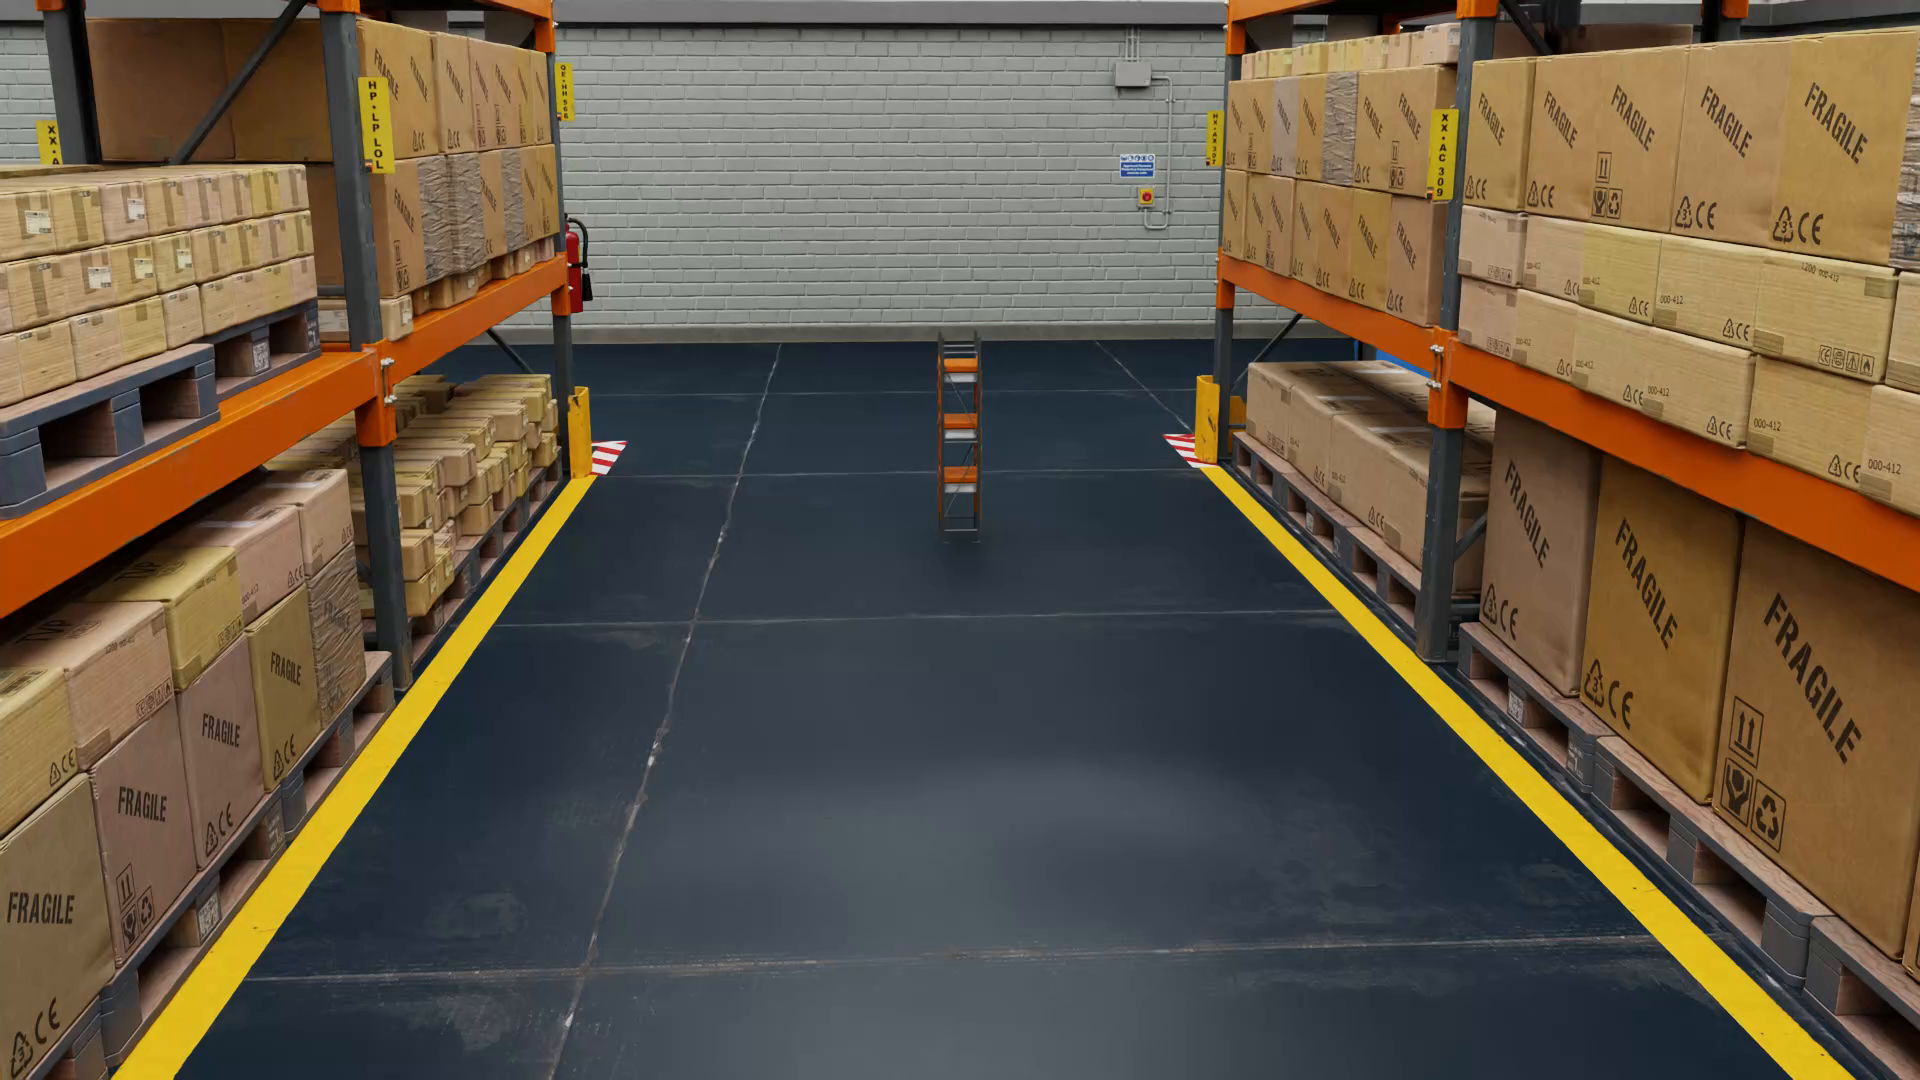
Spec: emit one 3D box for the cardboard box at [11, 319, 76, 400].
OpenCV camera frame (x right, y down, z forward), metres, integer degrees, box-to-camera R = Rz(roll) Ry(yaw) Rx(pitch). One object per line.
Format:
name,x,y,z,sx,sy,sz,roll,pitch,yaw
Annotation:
cardboard box,-2.256,-0.409,3.758,0.380,0.149,0.250,-1,14,-3

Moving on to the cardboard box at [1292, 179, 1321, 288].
cardboard box,1.957,-1.523,8.224,0.500,0.500,0.500,0,14,-2

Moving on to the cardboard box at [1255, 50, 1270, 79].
cardboard box,1.828,-2.598,9.096,0.380,0.149,0.250,0,14,-2

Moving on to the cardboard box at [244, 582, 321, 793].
cardboard box,-2.264,0.437,4.983,0.500,0.500,0.500,-1,14,-5

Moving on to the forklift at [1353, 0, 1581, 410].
forklift,4.294,-2.182,11.125,3.031,2.935,1.130,9,17,30

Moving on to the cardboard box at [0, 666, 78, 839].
cardboard box,-2.178,0.459,3.390,0.500,0.250,0.500,-1,14,-4

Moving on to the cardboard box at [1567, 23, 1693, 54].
cardboard box,2.581,-1.909,6.417,0.380,0.149,0.250,-1,14,-4

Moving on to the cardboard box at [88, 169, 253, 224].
cardboard box,-2.342,-1.020,4.939,0.380,0.149,0.250,-1,14,-5

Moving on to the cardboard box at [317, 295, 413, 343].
cardboard box,-2.284,-0.832,6.244,0.380,0.149,0.250,0,14,-1

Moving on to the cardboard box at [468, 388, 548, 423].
cardboard box,-2.454,-0.730,9.029,0.380,0.149,0.250,-1,14,-5

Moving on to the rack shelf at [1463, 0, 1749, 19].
rack shelf,2.465,-1.587,4.097,1.077,0.370,4.000,-1,14,-3

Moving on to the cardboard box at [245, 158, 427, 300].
cardboard box,-2.372,-1.198,6.364,0.500,0.500,0.500,-1,14,-4

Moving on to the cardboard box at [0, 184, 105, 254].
cardboard box,-2.275,-0.760,3.928,0.380,0.149,0.250,-1,14,-4

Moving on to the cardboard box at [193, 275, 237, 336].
cardboard box,-2.325,-0.675,4.792,0.380,0.149,0.250,-2,15,-6

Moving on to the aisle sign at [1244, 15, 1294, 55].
aisle sign,1.800,-3.247,9.909,0.394,0.787,0.004,-1,14,-3

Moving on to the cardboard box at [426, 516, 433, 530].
cardboard box,-2.452,-0.062,7.028,0.380,0.149,0.250,-1,14,-4

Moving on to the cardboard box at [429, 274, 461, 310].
cardboard box,-2.404,-1.092,7.255,0.380,0.149,0.250,-1,14,-2

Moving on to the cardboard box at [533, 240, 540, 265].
cardboard box,-2.561,-1.612,9.277,0.380,0.149,0.250,-1,14,-4

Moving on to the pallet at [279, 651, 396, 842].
pallet,-2.543,0.666,5.515,1.003,0.211,1.213,-1,14,-3

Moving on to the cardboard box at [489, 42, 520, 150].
cardboard box,-2.492,-2.185,8.193,0.500,0.500,0.500,0,14,-1

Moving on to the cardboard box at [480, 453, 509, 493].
cardboard box,-2.402,-0.323,8.044,0.380,0.149,0.250,-1,14,-3

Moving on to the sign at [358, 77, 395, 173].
sign,-2.039,-1.448,5.812,0.100,0.325,0.005,-1,14,-3

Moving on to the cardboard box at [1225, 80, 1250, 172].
cardboard box,1.839,-2.383,9.563,0.500,0.500,0.500,-1,14,-5

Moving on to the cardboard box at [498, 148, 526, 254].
cardboard box,-2.488,-1.704,8.330,0.500,0.500,0.500,-1,14,-3

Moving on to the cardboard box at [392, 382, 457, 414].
cardboard box,-3.010,-0.782,9.229,0.380,0.149,0.250,-1,14,-2

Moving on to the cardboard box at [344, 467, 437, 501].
cardboard box,-2.430,-0.209,7.005,0.380,0.149,0.250,-1,14,-4

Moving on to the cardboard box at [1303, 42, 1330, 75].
cardboard box,1.893,-2.342,8.102,0.380,0.149,0.250,-1,14,-5

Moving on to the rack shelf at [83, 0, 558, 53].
rack shelf,-2.717,-2.480,7.569,1.077,0.370,4.000,-1,14,-3

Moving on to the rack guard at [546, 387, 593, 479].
rack guard,-2.836,-0.644,10.024,1.175,0.500,0.348,-1,14,-3

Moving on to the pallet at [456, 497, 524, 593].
pallet,-2.749,0.002,8.096,1.003,0.211,1.213,-1,14,-3

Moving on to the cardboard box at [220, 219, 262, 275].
cardboard box,-2.341,-0.881,4.994,0.380,0.149,0.250,0,14,-1

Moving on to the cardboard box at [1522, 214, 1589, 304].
cardboard box,2.147,-0.906,5.326,0.500,0.250,0.500,-1,14,-3

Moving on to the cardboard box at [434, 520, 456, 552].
cardboard box,-2.444,0.014,7.331,0.380,0.149,0.250,-1,14,-5

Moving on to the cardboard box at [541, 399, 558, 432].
cardboard box,-2.523,-0.713,9.559,0.380,0.149,0.250,-1,14,-5

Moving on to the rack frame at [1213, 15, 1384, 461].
rack frame,2.093,-1.975,10.181,1.000,3.000,0.127,-1,14,-3

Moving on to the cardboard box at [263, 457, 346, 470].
cardboard box,-2.891,-0.264,7.217,0.380,0.149,0.250,0,14,-2

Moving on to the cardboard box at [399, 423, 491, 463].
cardboard box,-2.479,-0.467,8.006,0.380,0.149,0.250,-1,14,-3

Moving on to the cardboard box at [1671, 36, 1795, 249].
cardboard box,2.208,-1.019,4.260,0.500,0.500,0.500,-1,14,-4

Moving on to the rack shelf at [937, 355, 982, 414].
rack shelf,-0.003,-0.786,8.379,0.215,0.259,0.240,-1,14,-3

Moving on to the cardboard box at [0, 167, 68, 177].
cardboard box,-3.004,-1.074,5.147,0.380,0.149,0.250,0,14,-2

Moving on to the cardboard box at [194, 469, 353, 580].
cardboard box,-2.295,-0.053,5.381,0.500,0.250,0.500,-1,14,-5

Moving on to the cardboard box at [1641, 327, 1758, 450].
cardboard box,2.176,-0.413,4.412,0.500,0.250,0.500,-1,14,-4

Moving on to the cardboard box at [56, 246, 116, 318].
cardboard box,-2.277,-0.620,3.980,0.380,0.149,0.250,0,14,-1

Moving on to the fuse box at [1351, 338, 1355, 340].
fuse box,3.826,-2.749,15.775,0.539,1.711,0.414,-1,14,-3

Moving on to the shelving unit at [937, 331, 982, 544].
shelving unit,-0.003,-0.522,8.447,0.215,1.050,0.252,-1,14,-3

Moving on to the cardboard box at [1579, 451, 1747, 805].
cardboard box,2.523,0.223,5.060,0.875,0.875,0.875,0,14,-2

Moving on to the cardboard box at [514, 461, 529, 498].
cardboard box,-2.446,-0.315,8.609,0.380,0.149,0.250,-2,15,-6

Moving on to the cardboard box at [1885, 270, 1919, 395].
cardboard box,2.270,-0.398,3.353,0.500,0.250,0.500,-1,14,-5

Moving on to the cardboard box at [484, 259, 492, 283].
cardboard box,-2.547,-1.353,8.269,0.380,0.149,0.250,-1,15,-6

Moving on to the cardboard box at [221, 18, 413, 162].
cardboard box,-2.378,-1.671,6.196,0.500,0.500,0.500,-1,14,-2

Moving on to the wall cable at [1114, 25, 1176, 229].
wall cable,1.721,-3.884,15.499,0.585,1.953,0.123,-1,14,-3

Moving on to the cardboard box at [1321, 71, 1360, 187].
cardboard box,1.972,-1.878,7.599,0.500,0.500,0.500,-1,14,-3

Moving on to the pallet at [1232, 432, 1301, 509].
pallet,2.221,-0.426,9.760,1.003,0.211,1.213,-1,14,-3

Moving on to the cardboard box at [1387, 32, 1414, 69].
cardboard box,2.057,-2.090,7.122,0.380,0.149,0.250,-1,14,-4

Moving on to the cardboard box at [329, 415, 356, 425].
cardboard box,-3.046,-0.521,8.217,0.380,0.149,0.250,-1,14,-3

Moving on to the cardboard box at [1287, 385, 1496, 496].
cardboard box,2.299,-0.547,8.932,0.875,0.438,0.875,0,14,-2
